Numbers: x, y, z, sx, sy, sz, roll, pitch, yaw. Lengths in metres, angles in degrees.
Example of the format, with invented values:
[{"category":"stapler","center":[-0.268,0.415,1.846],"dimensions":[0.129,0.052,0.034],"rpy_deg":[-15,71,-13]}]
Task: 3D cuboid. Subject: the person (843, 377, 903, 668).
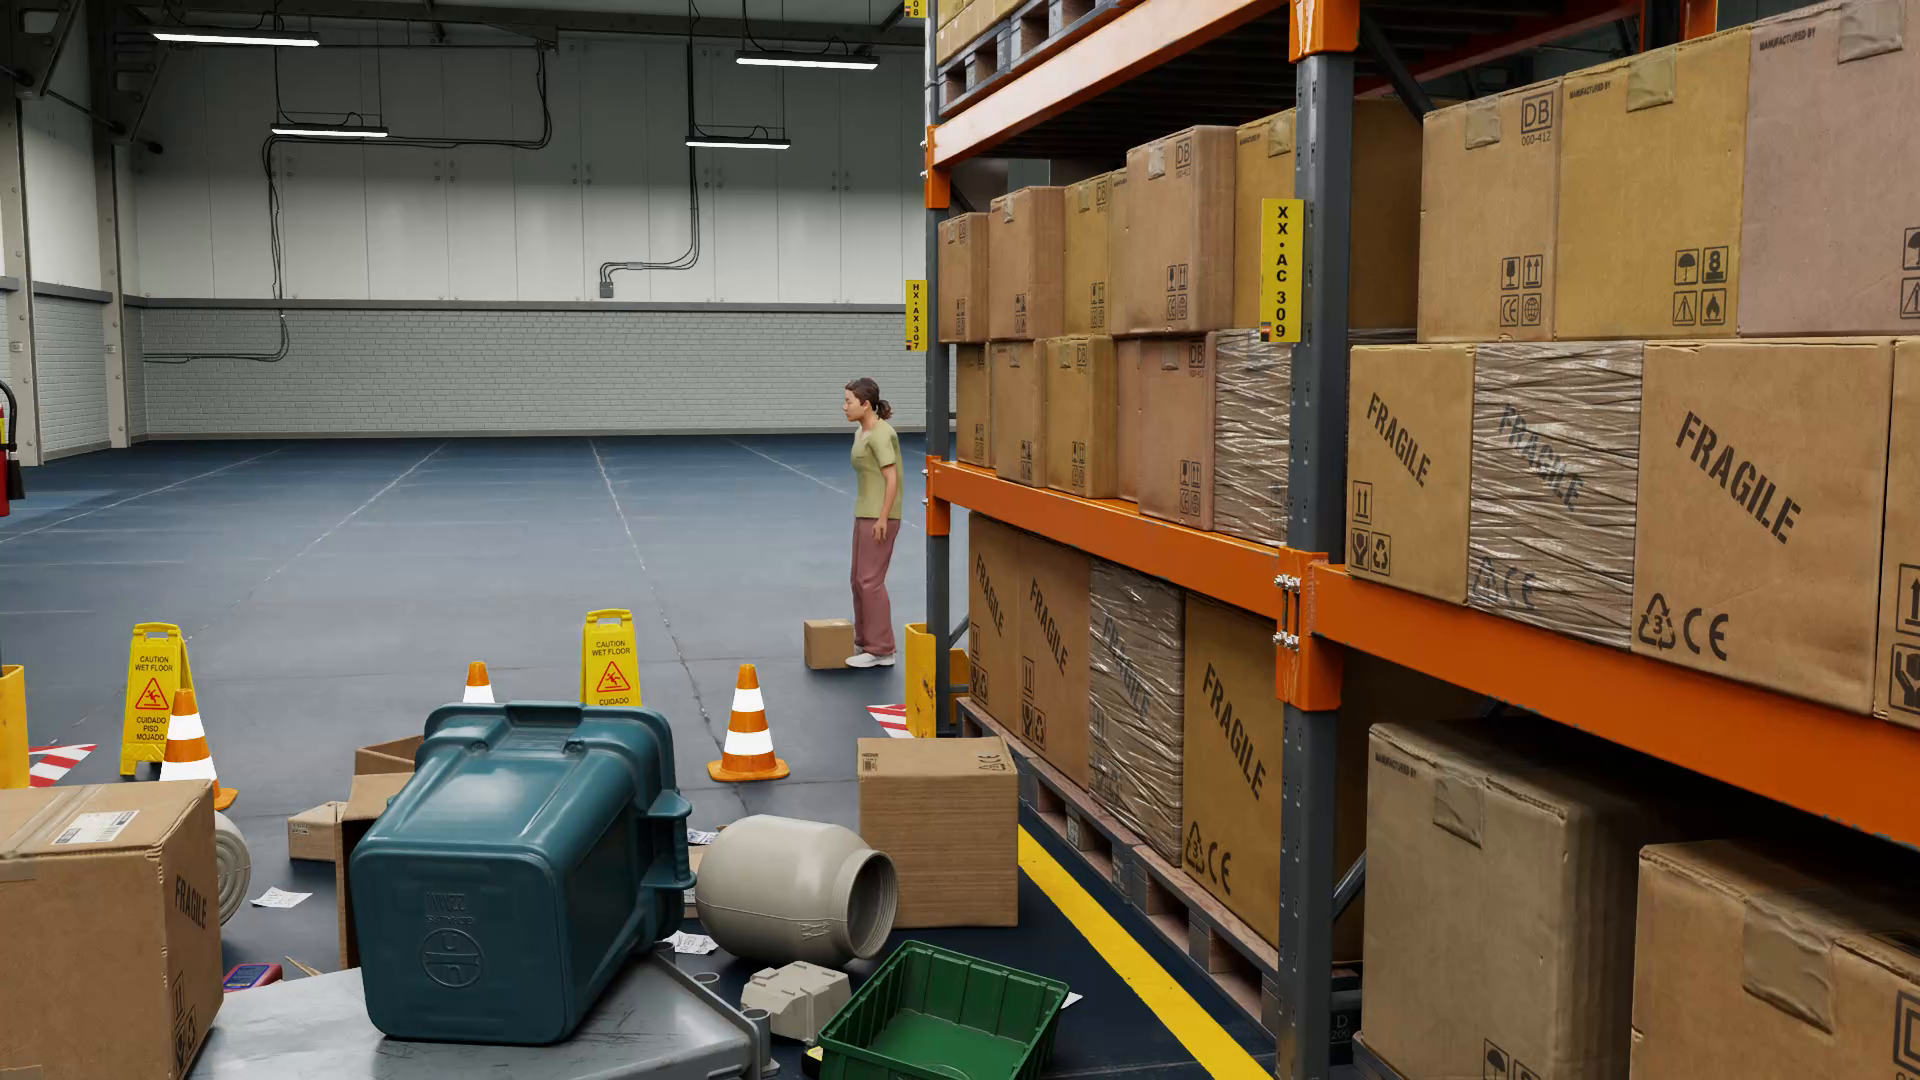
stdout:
[{"category":"person","center":[-0.523,-0.109,9.657],"dimensions":[0.366,1.671,0.516],"rpy_deg":[-2,6,-17]}]
